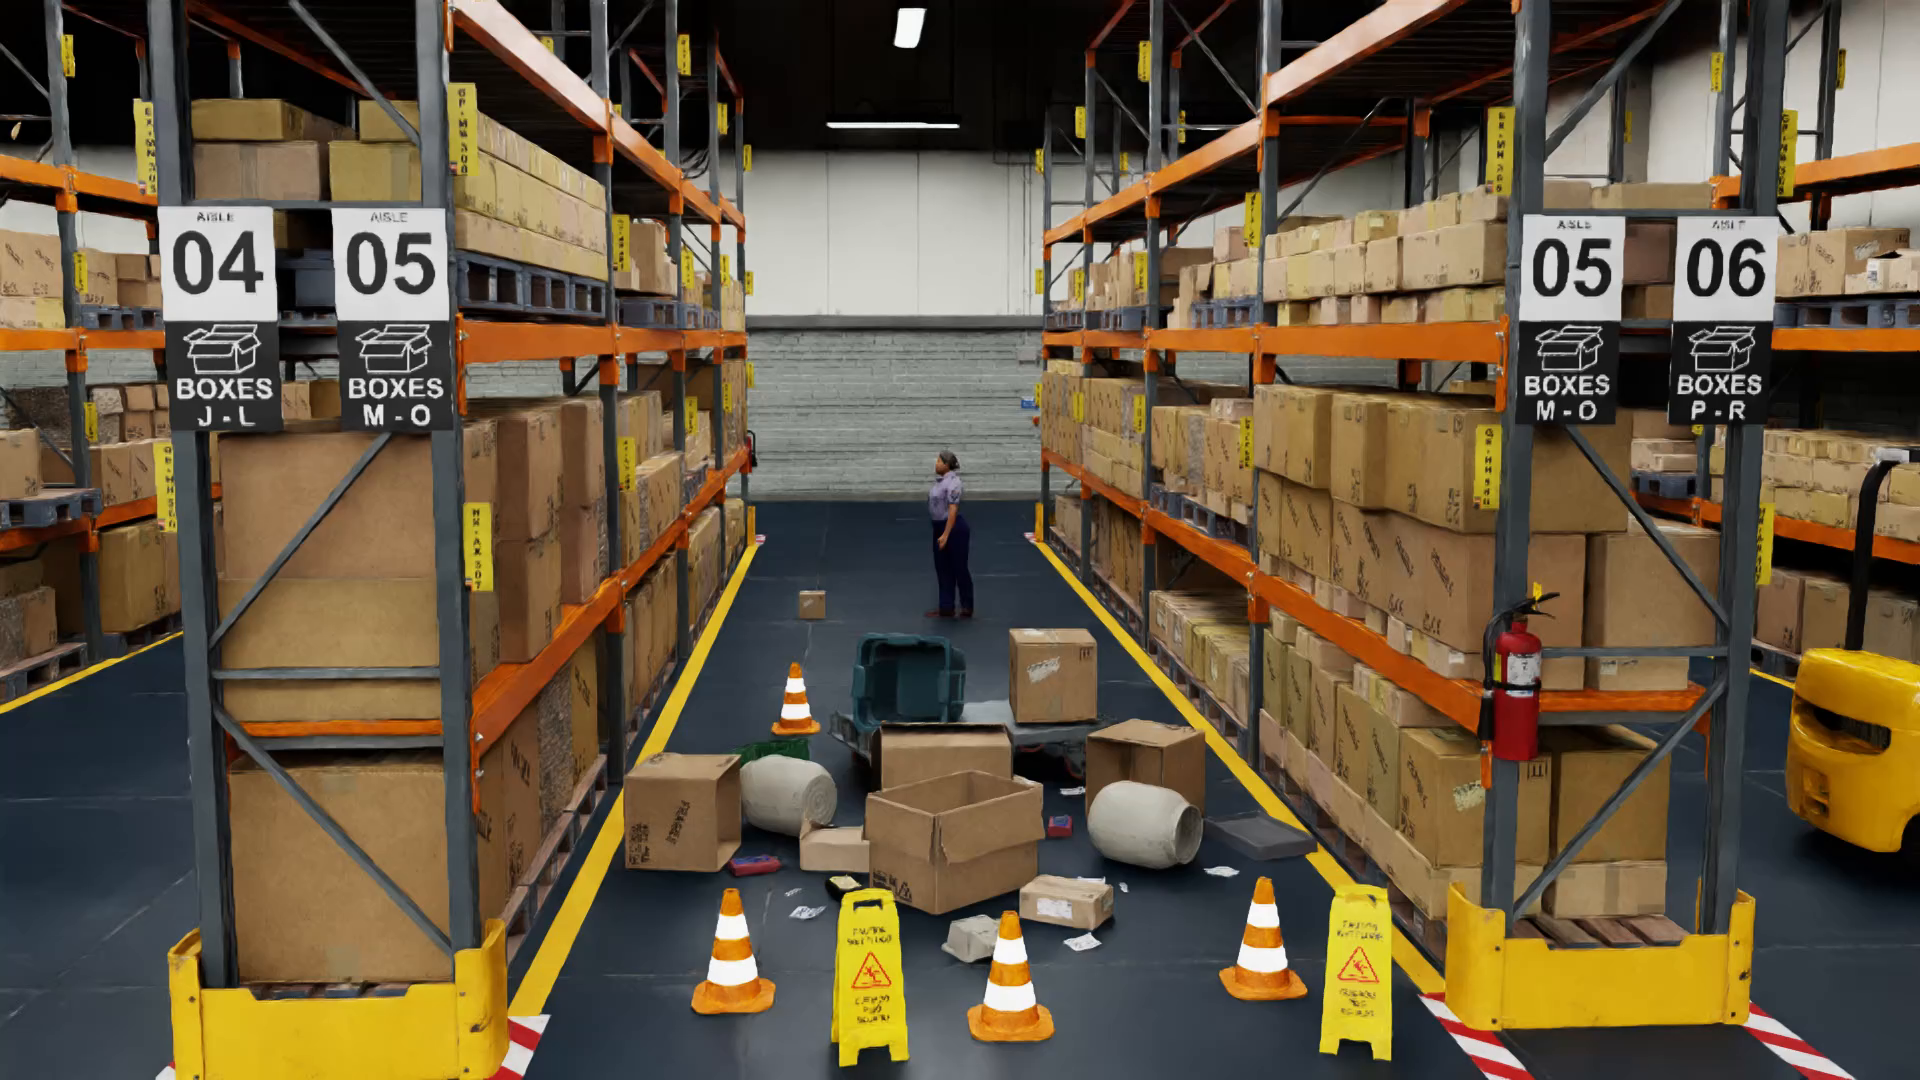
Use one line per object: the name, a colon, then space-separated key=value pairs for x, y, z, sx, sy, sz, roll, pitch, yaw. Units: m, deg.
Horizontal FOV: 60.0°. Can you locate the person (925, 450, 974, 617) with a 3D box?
person: x=-0.071 y=-0.060 z=16.271 sx=0.467 sy=1.654 sz=0.480 roll=-3 pitch=8 yaw=-25
